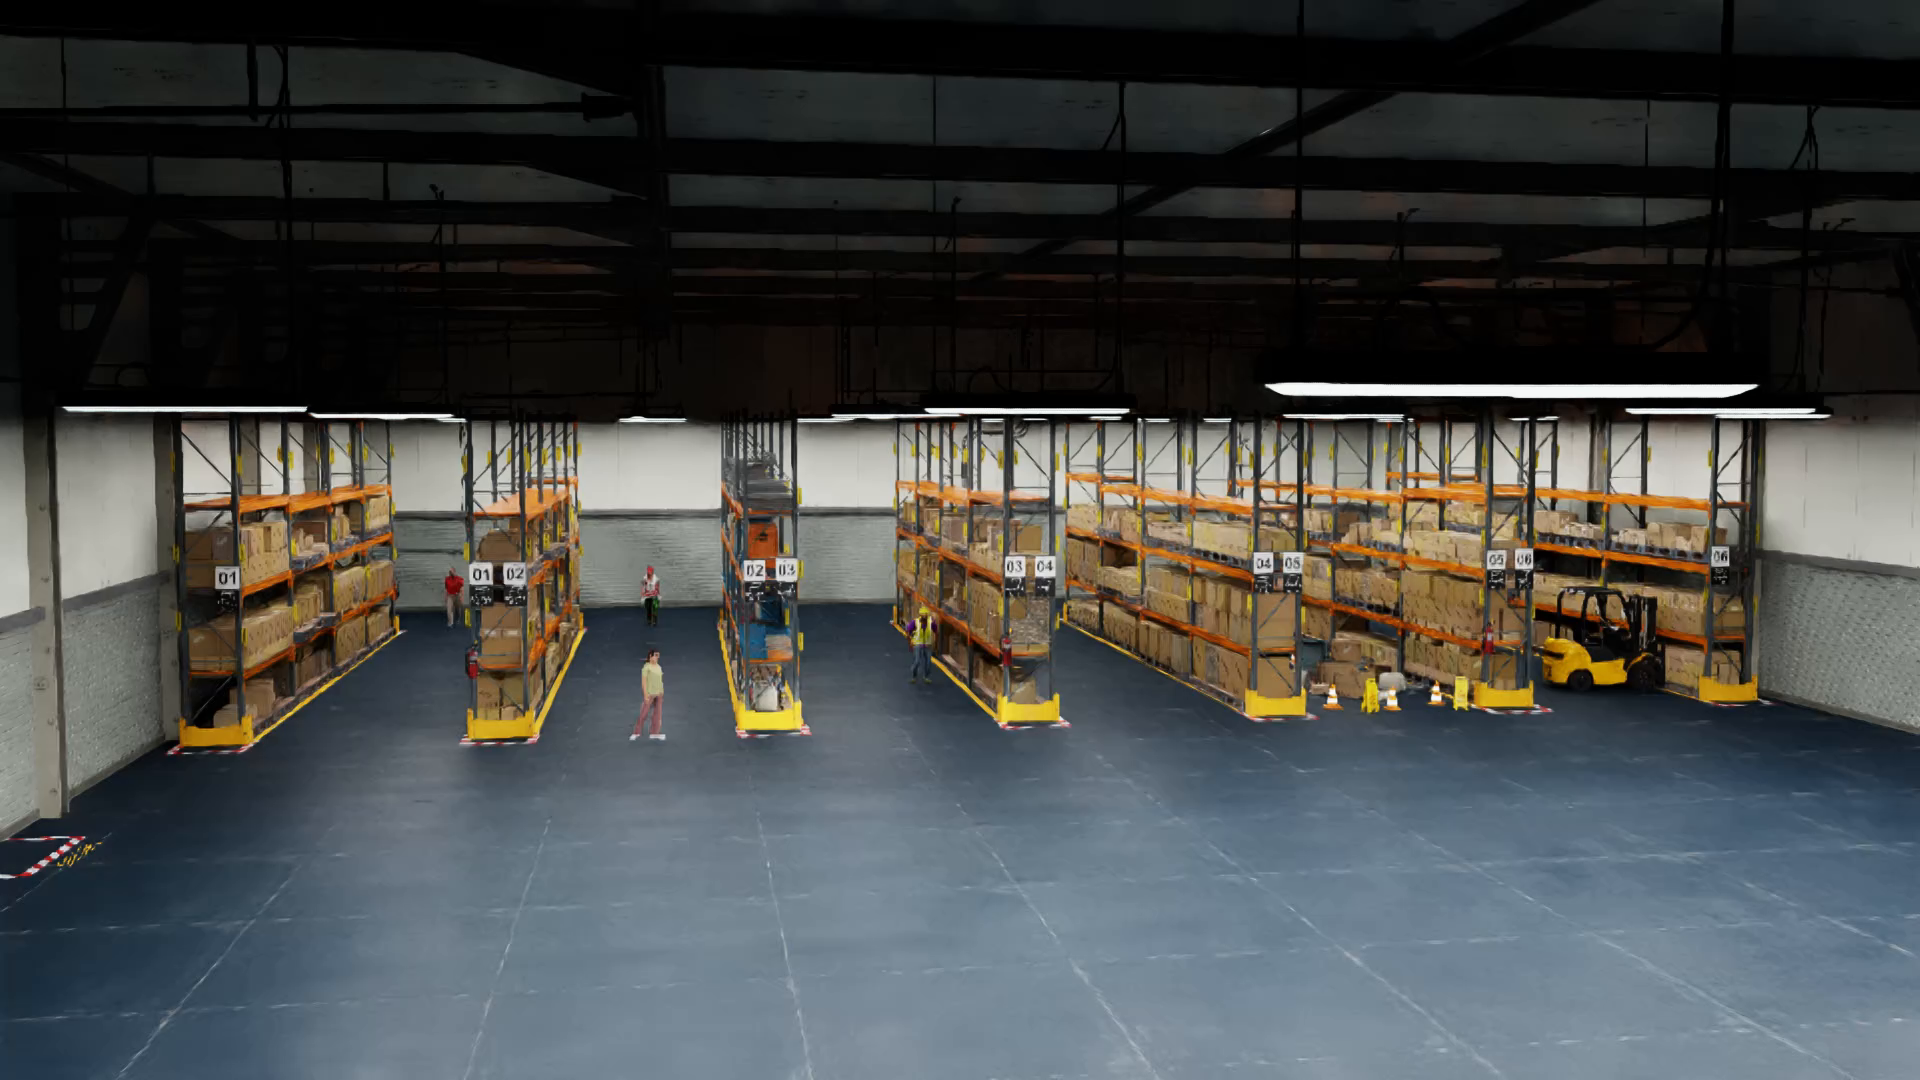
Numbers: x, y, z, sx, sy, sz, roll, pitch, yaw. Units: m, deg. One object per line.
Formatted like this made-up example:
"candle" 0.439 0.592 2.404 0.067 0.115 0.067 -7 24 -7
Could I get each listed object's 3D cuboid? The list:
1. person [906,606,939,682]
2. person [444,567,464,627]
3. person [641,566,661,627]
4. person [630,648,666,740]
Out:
"person" -0.825 2.310 36.767 0.719 1.714 0.578 -1 4 -10
"person" -14.313 1.603 47.066 0.554 1.666 1.040 -1 4 -11
"person" -8.747 1.578 46.994 0.553 1.709 1.123 -1 4 -8
"person" -5.690 2.793 30.128 0.446 1.667 0.636 3 5 36
